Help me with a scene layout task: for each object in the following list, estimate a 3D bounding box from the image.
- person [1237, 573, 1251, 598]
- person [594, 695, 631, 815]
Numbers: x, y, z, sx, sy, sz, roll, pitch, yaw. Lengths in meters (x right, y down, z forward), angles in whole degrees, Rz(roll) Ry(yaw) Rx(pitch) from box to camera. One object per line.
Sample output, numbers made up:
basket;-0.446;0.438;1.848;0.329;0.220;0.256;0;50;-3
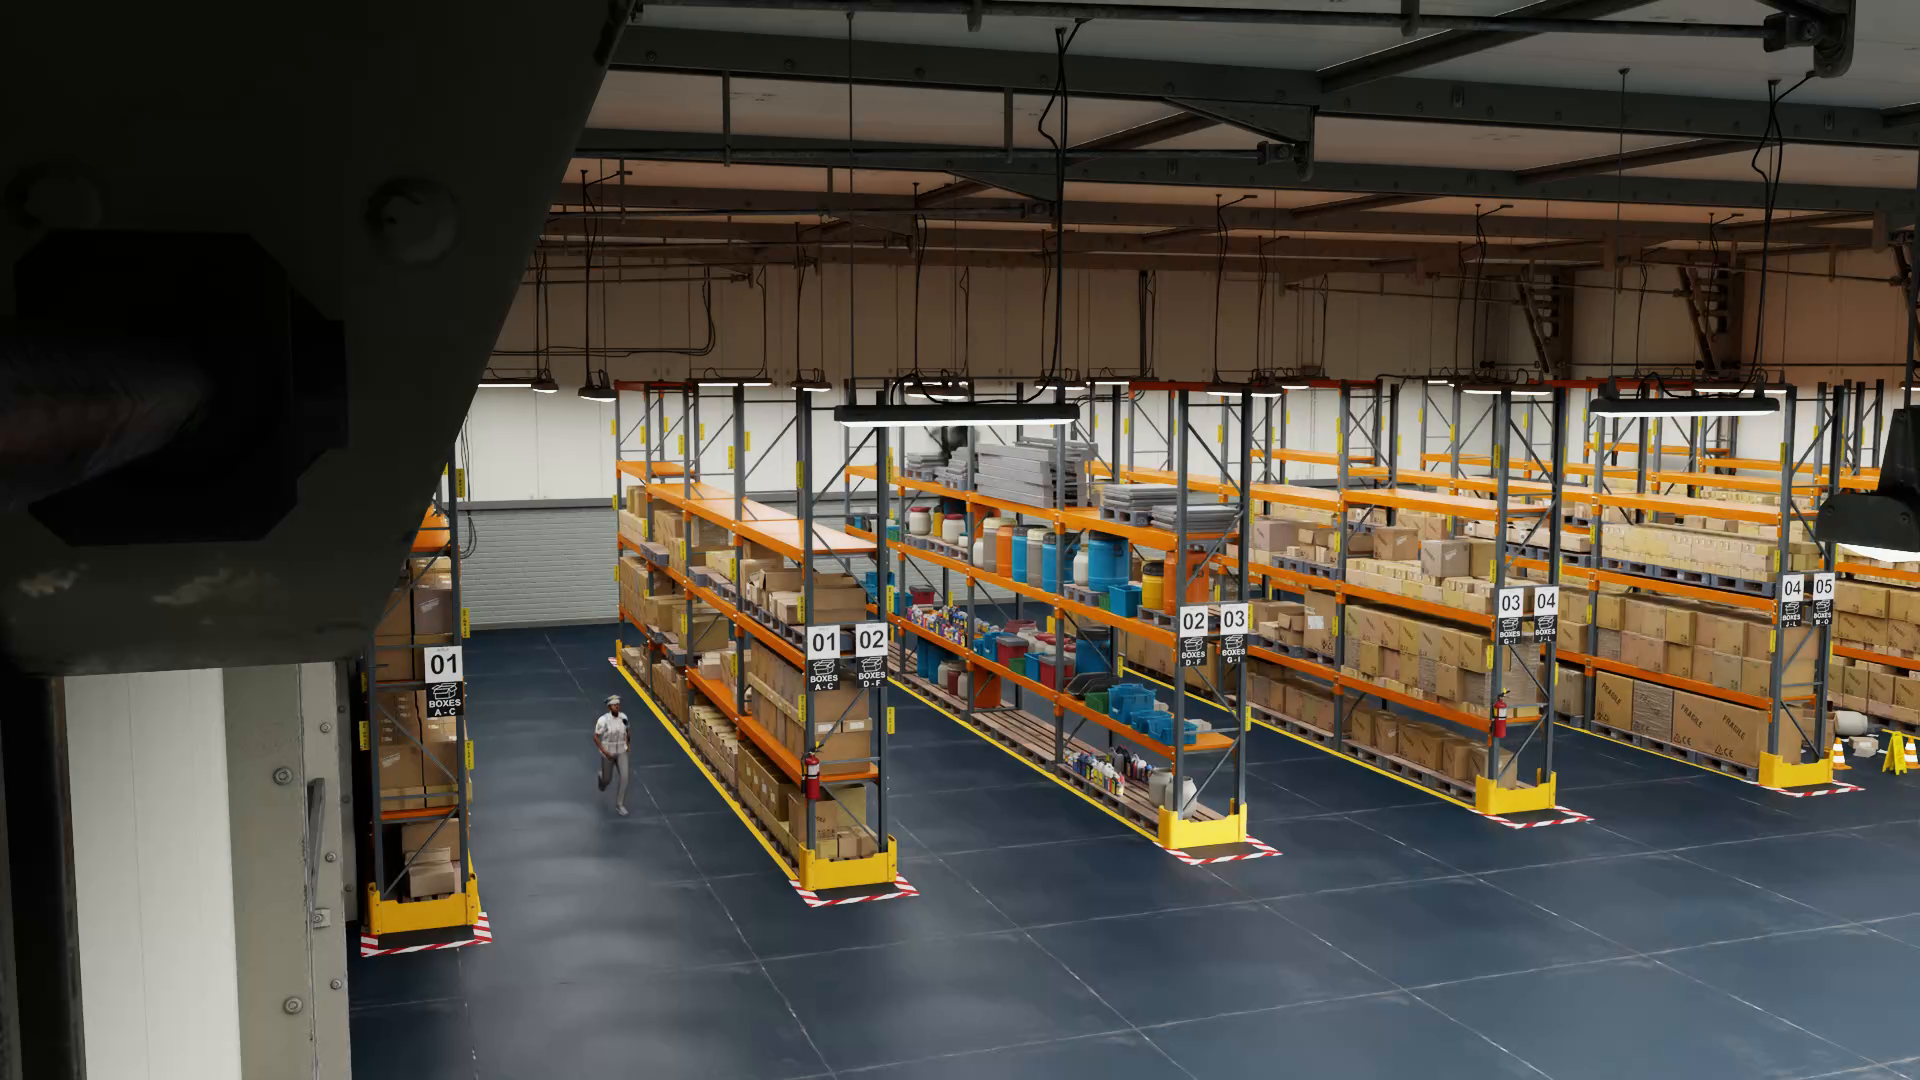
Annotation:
person;6.351;1.562;37.683;0.597;1.600;0.619;-1;6;-9
person;-4.933;3.027;23.706;0.568;1.678;0.865;-3;7;-27
